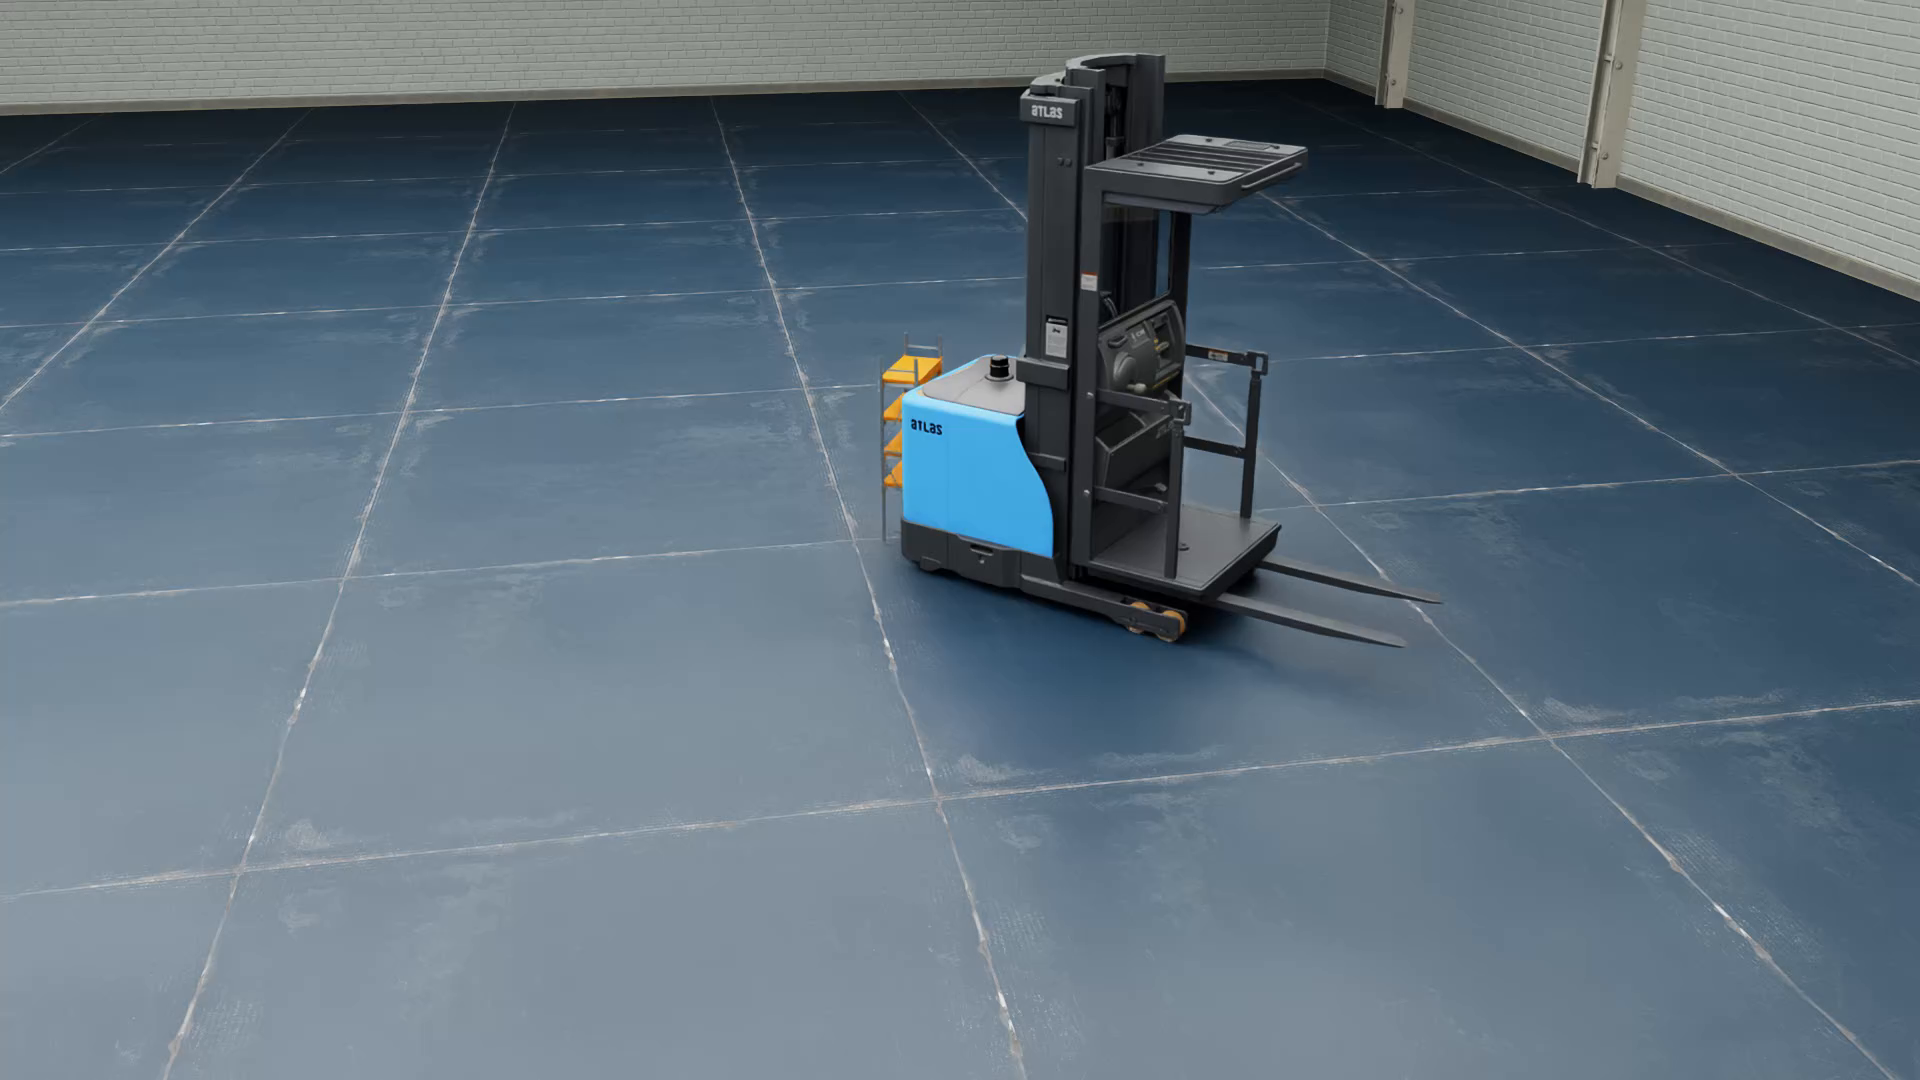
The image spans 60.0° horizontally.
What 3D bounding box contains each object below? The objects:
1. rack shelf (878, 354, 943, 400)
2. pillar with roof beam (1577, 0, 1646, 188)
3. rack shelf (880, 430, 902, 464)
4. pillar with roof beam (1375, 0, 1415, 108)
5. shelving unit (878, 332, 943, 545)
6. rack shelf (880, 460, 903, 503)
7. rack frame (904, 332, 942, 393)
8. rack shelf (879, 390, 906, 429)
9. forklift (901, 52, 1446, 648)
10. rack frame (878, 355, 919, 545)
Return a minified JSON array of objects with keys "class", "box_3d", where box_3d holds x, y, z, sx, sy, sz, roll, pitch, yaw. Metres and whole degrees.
[{"class":"rack shelf","box_3d":[-0.293,-0.971,9.992,0.258,0.148,0.480,7,24,15]},{"class":"pillar with roof beam","box_3d":[3.460,-8.098,17.548,9.100,9.000,0.400,-4,24,-10]},{"class":"rack shelf","box_3d":[-0.293,-0.549,10.176,0.258,0.148,0.480,7,24,15]},{"class":"pillar with roof beam","box_3d":[2.350,-10.458,22.951,9.100,9.000,0.400,-4,24,-10]},{"class":"shelving unit","box_3d":[-0.293,-0.611,10.149,0.258,1.200,0.503,7,24,15]},{"class":"rack shelf","box_3d":[-0.293,-0.367,10.256,0.258,0.148,0.480,7,24,15]},{"class":"rack frame","box_3d":[-0.226,-0.705,10.364,0.240,1.200,0.015,7,24,15]},{"class":"rack shelf","box_3d":[-0.293,-0.754,10.087,0.258,0.148,0.480,7,24,15]},{"class":"forklift","box_3d":[1.167,-1.036,8.959,3.031,2.935,1.130,14,27,30]},{"class":"rack frame","box_3d":[-0.360,-0.517,9.934,0.240,1.200,0.015,7,24,15]}]
